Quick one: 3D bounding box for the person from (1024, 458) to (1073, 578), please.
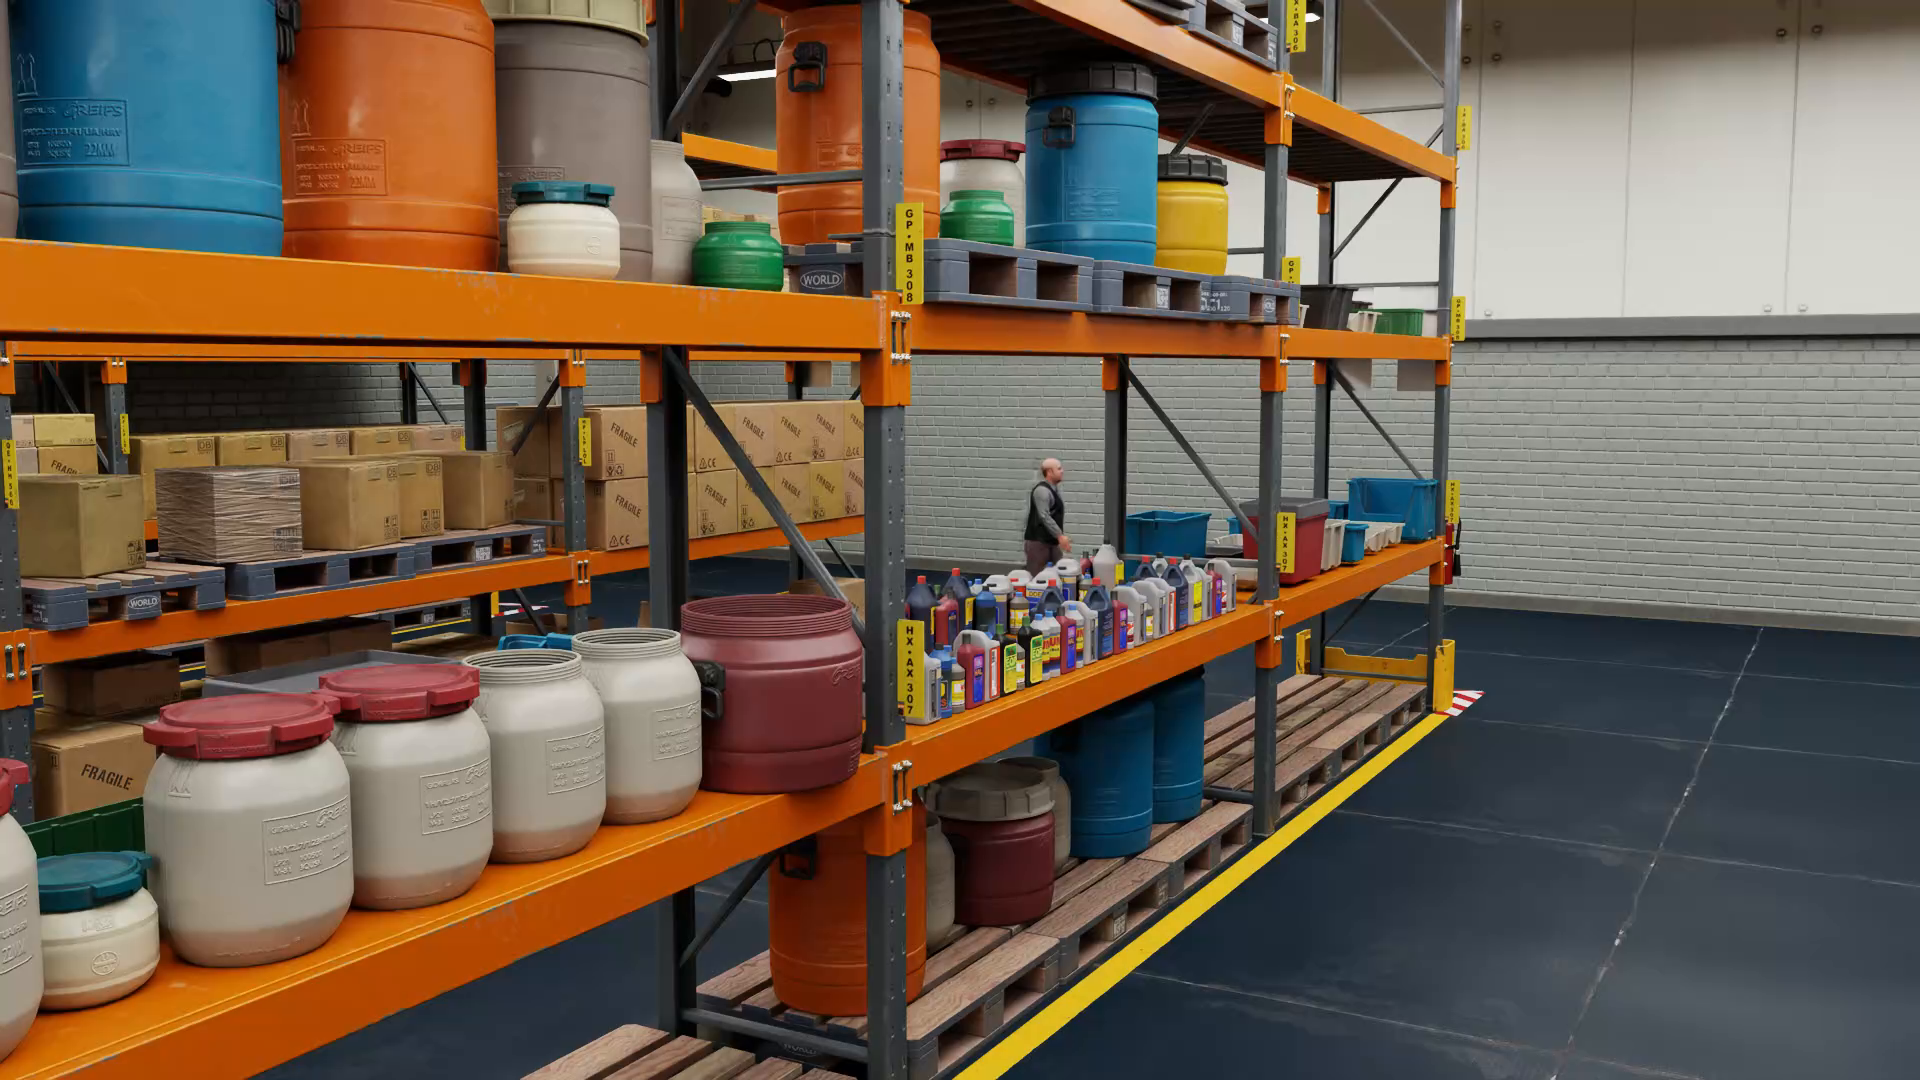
[{"bbox_3d":[0.853,0.049,16.349,0.598,1.705,0.625,1,6,13],"label":"person"}]
